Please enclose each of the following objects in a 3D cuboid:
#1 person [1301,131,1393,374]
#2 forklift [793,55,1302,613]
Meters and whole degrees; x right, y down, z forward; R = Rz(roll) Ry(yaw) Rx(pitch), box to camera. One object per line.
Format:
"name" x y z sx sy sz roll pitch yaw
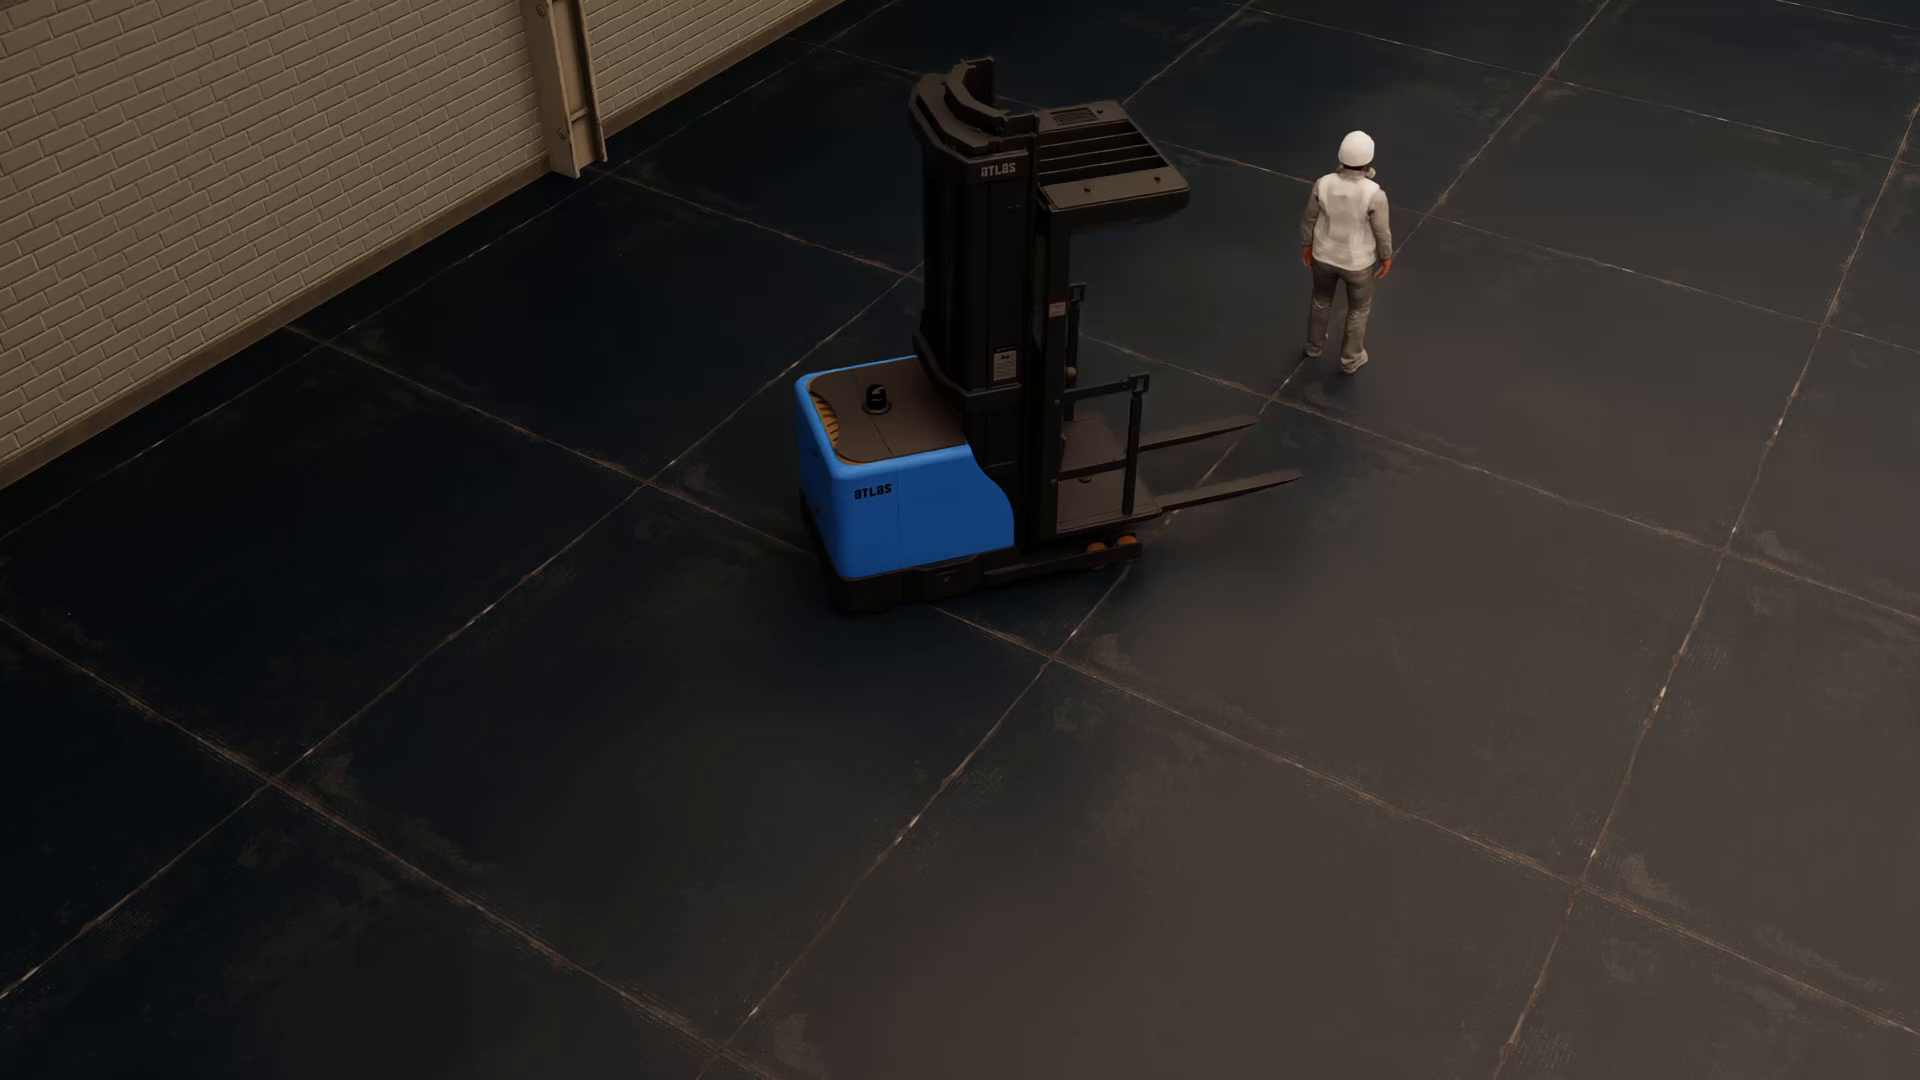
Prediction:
"person" 2.599 -1.935 11.164 0.615 1.794 0.497 21 45 23
"forklift" 0.589 -1.254 9.446 3.031 2.935 1.130 -12 42 -14
